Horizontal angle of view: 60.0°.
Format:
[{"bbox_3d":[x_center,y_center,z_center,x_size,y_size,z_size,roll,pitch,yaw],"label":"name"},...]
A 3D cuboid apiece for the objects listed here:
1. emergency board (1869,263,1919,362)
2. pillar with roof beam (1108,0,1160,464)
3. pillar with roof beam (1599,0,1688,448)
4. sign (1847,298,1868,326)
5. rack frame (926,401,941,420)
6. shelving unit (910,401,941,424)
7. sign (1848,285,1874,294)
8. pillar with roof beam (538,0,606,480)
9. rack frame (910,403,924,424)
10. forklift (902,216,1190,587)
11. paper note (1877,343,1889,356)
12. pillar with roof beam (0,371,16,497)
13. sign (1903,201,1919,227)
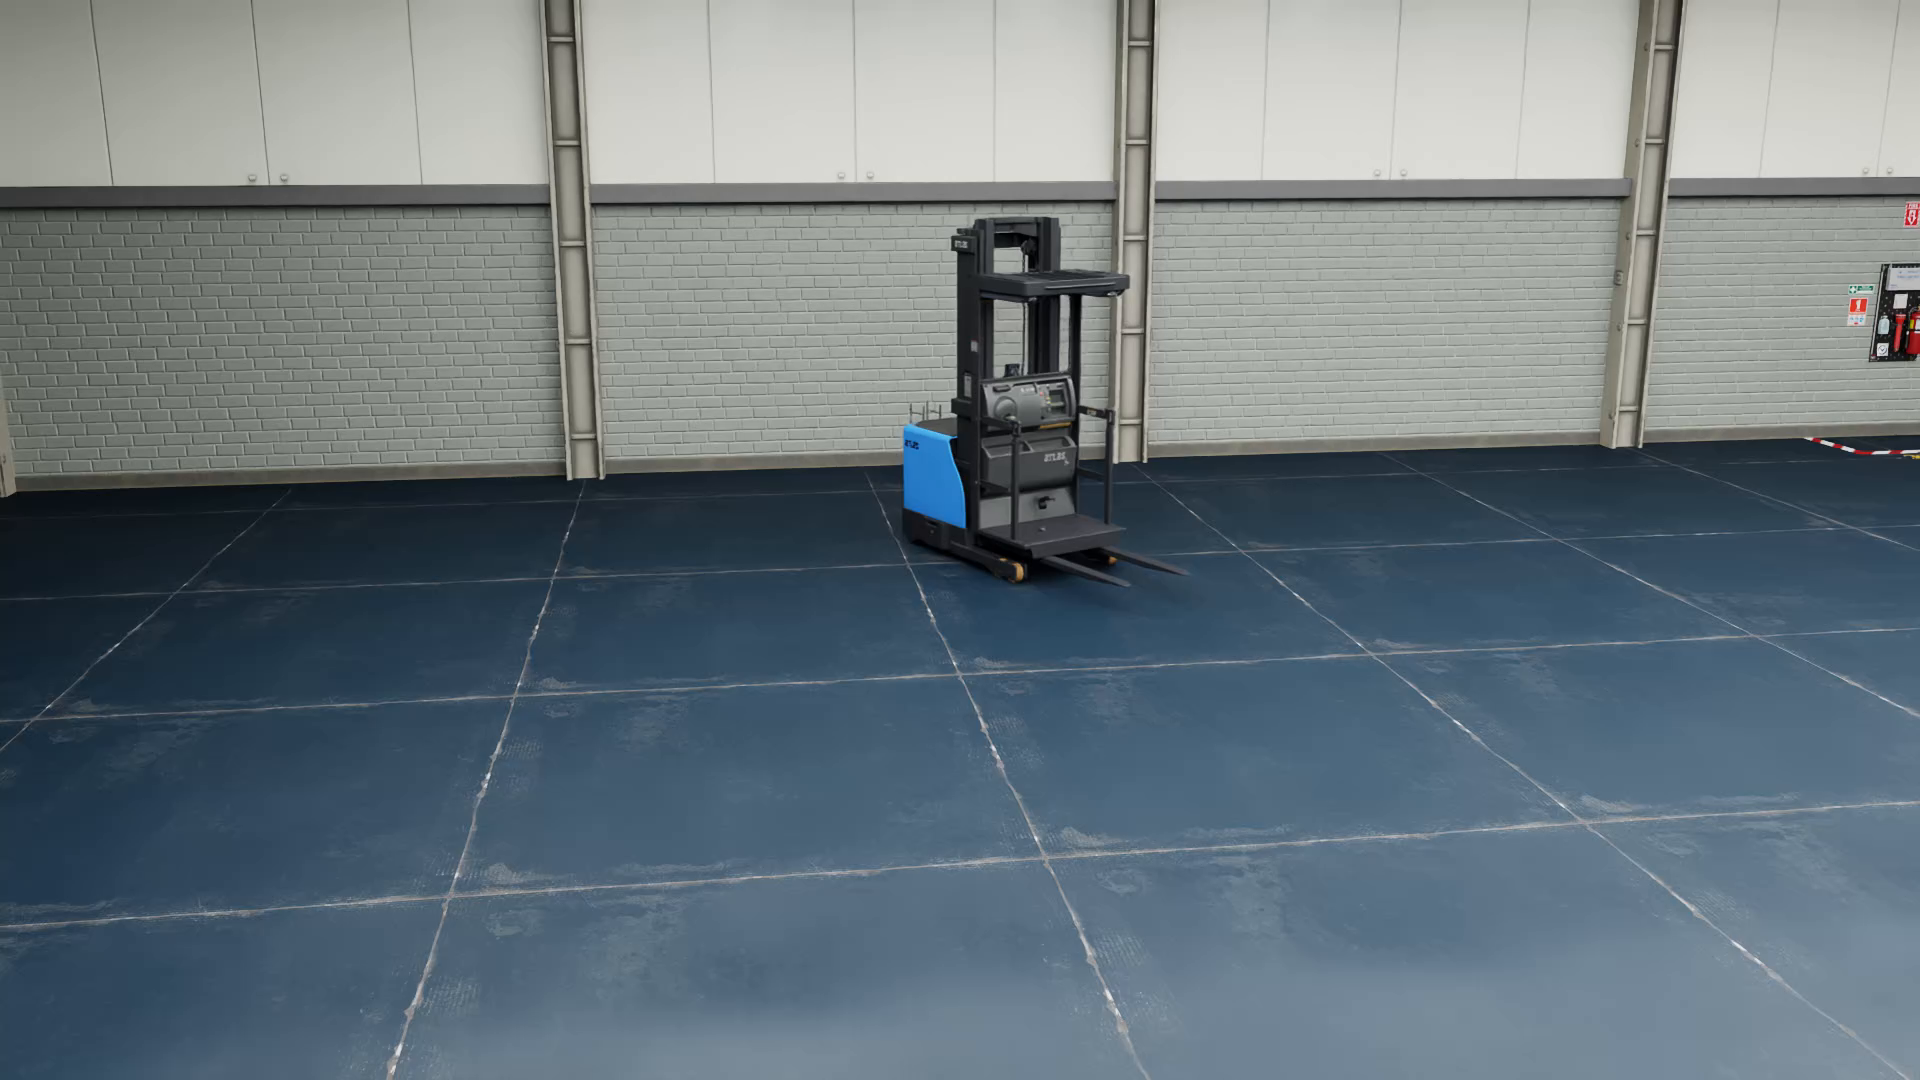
[{"bbox_3d":[11.311,-2.712,19.897,0.643,1.169,0.194,-2,14,-8],"label":"emergency board"},{"bbox_3d":[2.535,-4.232,13.624,0.400,9.000,9.100,-2,14,-8],"label":"pillar with roof beam"},{"bbox_3d":[8.468,-4.449,14.491,0.400,9.000,9.100,-2,14,-8],"label":"pillar with roof beam"},{"bbox_3d":[10.749,-2.734,19.911,0.234,0.329,0.001,-2,14,-8],"label":"sign"},{"bbox_3d":[-0.243,-0.689,15.530,0.006,1.200,0.240,-9,17,-33],"label":"rack frame"},{"bbox_3d":[-0.319,-0.677,15.481,0.189,1.200,0.258,-9,17,-33],"label":"shelving unit"},{"bbox_3d":[10.754,-2.989,19.839,0.331,0.109,0.001,-2,14,-8],"label":"sign"},{"bbox_3d":[-3.398,-4.014,12.757,0.400,9.000,9.100,-2,14,-8],"label":"pillar with roof beam"},{"bbox_3d":[-0.395,-0.664,15.431,0.006,1.200,0.240,-9,17,-33],"label":"rack frame"},{"bbox_3d":[0.713,-1.197,13.999,1.130,2.935,3.031,-9,17,-33],"label":"forklift"},{"bbox_3d":[11.125,-2.295,20.044,0.142,0.148,0.016,-2,14,-8],"label":"paper note"},{"bbox_3d":[-9.331,-3.797,11.890,0.400,9.000,9.100,-2,14,-8],"label":"pillar with roof beam"},{"bbox_3d":[11.288,-3.860,19.709,0.199,0.298,0.001,-2,14,-8],"label":"sign"}]
